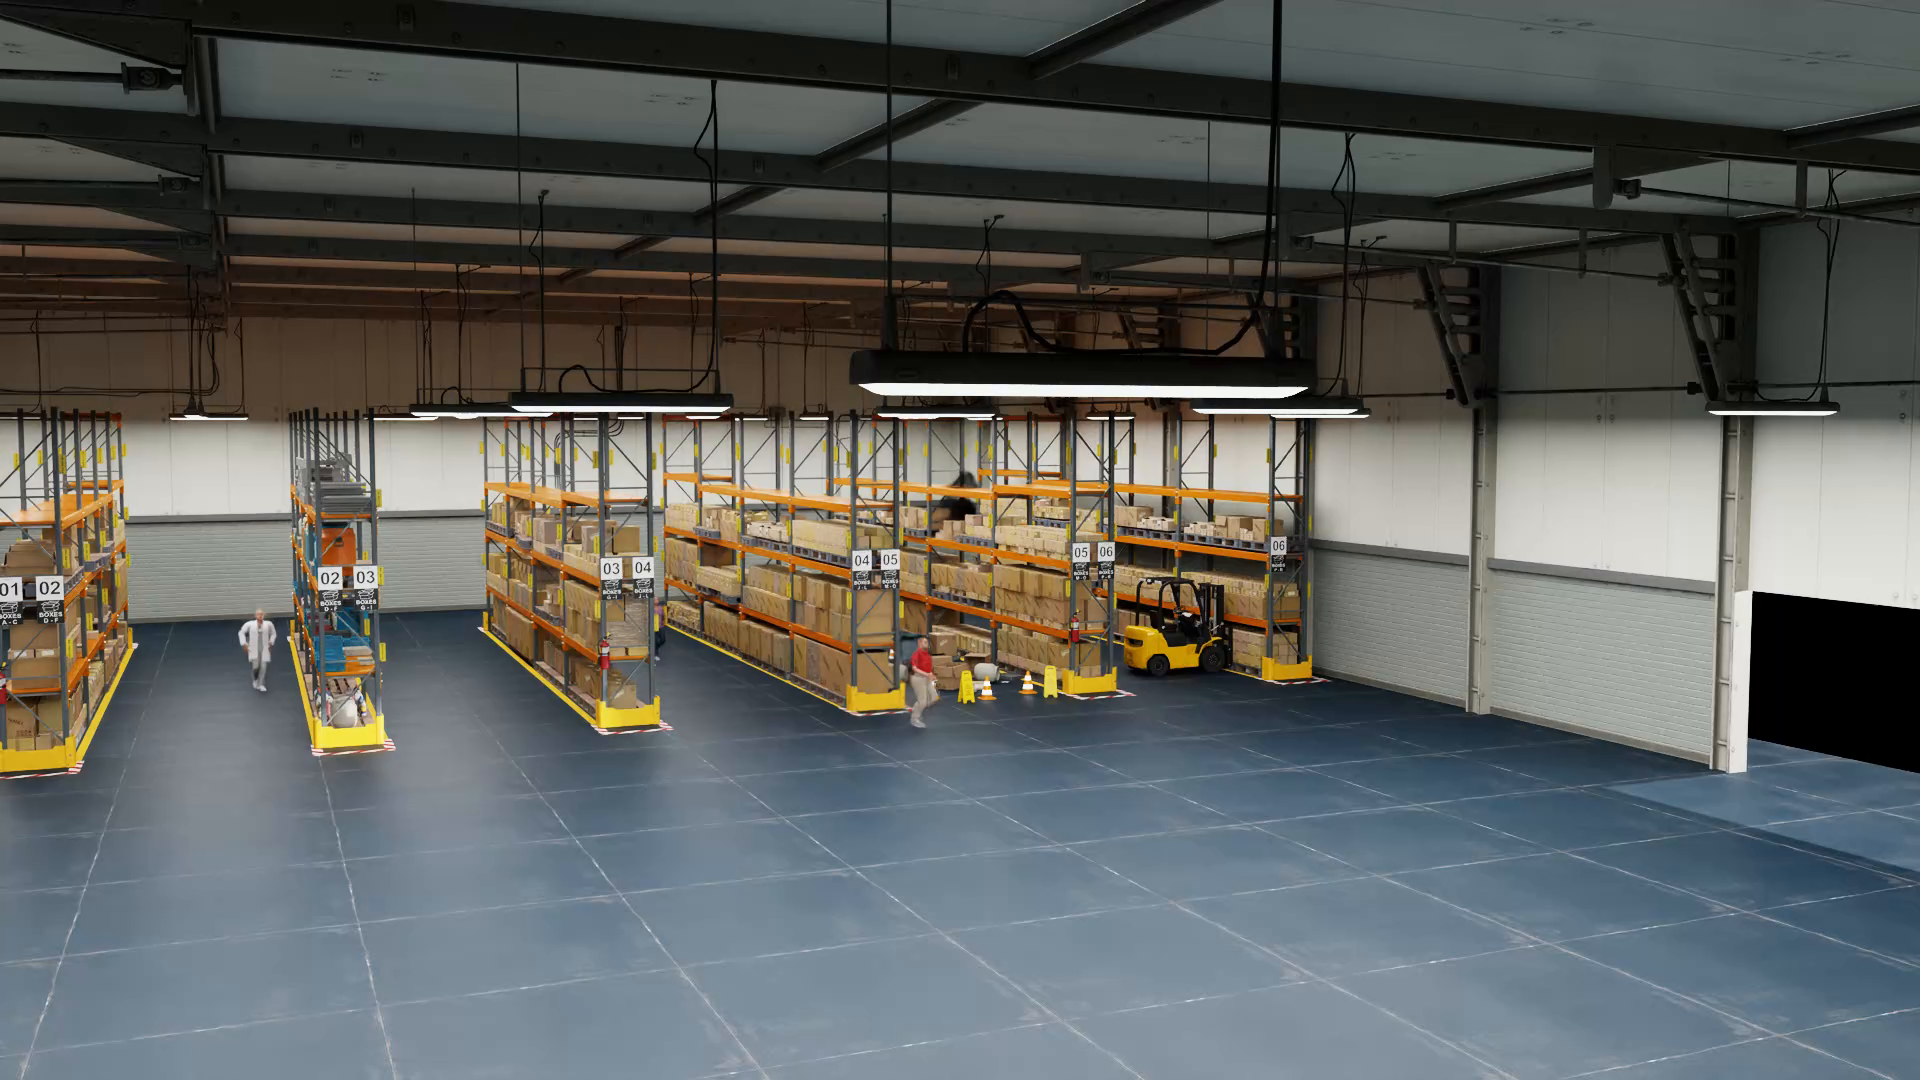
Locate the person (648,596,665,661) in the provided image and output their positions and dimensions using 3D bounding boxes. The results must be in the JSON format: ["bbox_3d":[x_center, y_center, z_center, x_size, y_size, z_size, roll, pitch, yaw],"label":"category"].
[{"bbox_3d":[-7.340,2.132,40.194,0.532,1.550,0.559,-2,5,-31],"label":"person"}]

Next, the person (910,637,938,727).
[{"bbox_3d":[-0.657,2.677,31.444,0.582,1.692,0.699,2,4,26],"label":"person"}]

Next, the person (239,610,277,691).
[{"bbox_3d":[-15.005,2.364,35.595,0.744,1.746,0.580,-2,5,-29],"label":"person"}]
